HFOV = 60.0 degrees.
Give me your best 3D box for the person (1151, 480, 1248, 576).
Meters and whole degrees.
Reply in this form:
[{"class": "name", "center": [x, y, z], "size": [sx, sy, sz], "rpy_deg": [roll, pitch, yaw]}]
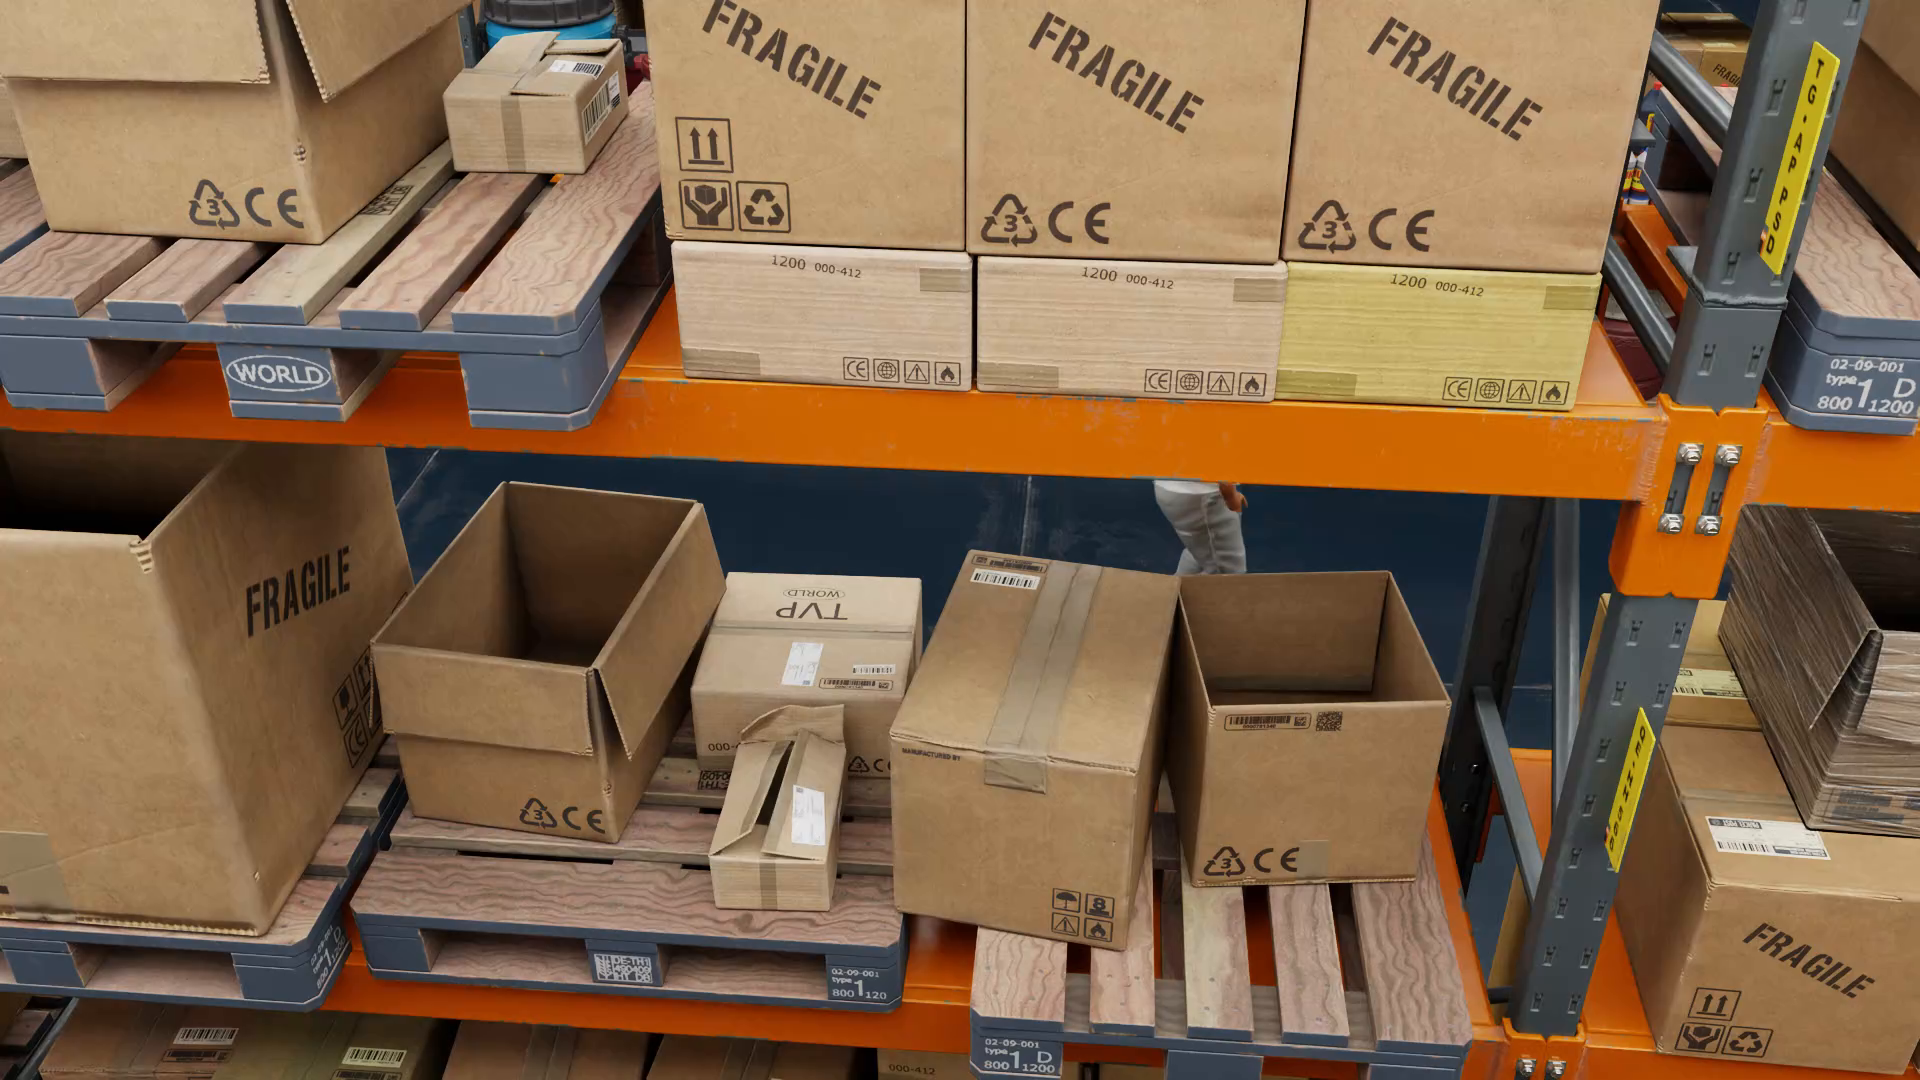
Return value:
[{"class": "person", "center": [0.995, -0.255, 6.605], "size": [0.496, 1.611, 0.500], "rpy_deg": [3, 32, 5]}]
